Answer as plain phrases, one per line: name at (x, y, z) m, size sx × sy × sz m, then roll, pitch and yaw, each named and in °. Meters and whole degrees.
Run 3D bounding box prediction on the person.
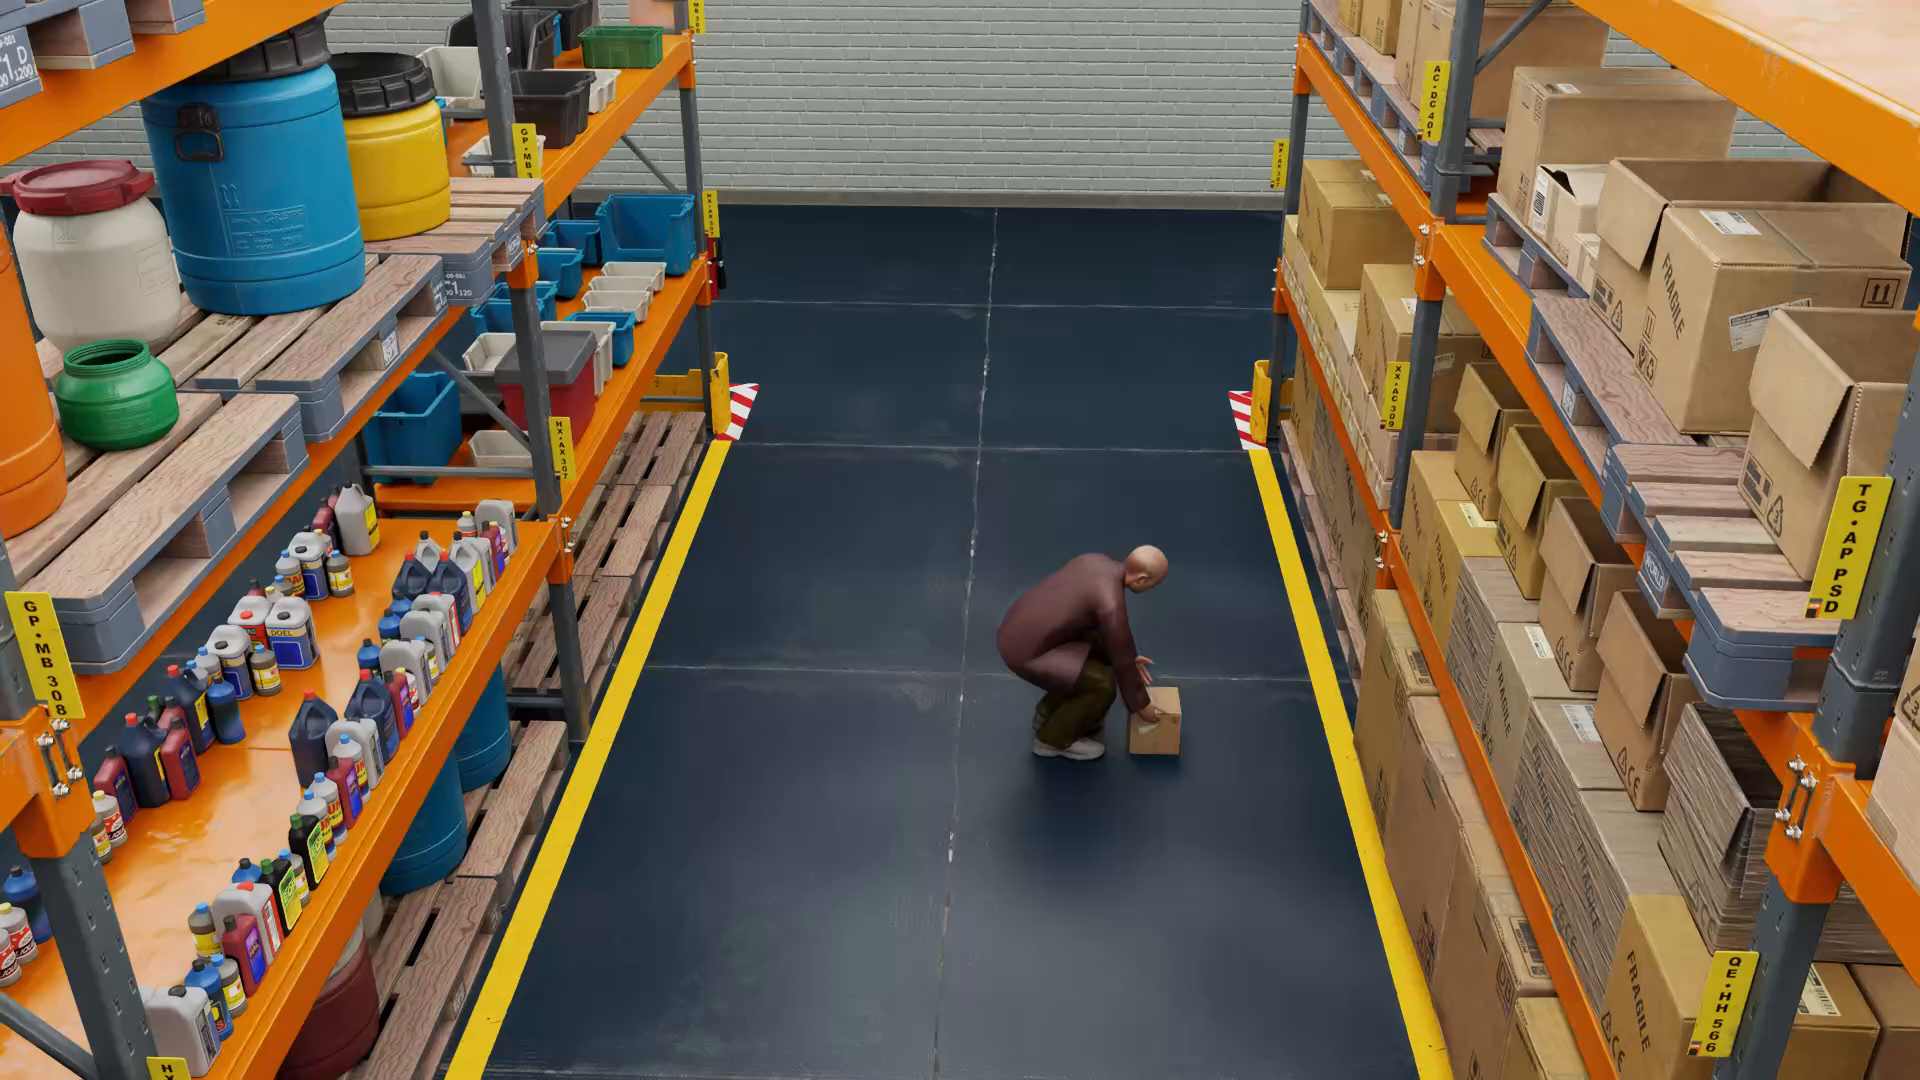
person at (0.609, 0.536, 8.345) m, size 0.860 × 1.099 × 0.606 m, roll 1°, pitch 28°, yaw 2°
